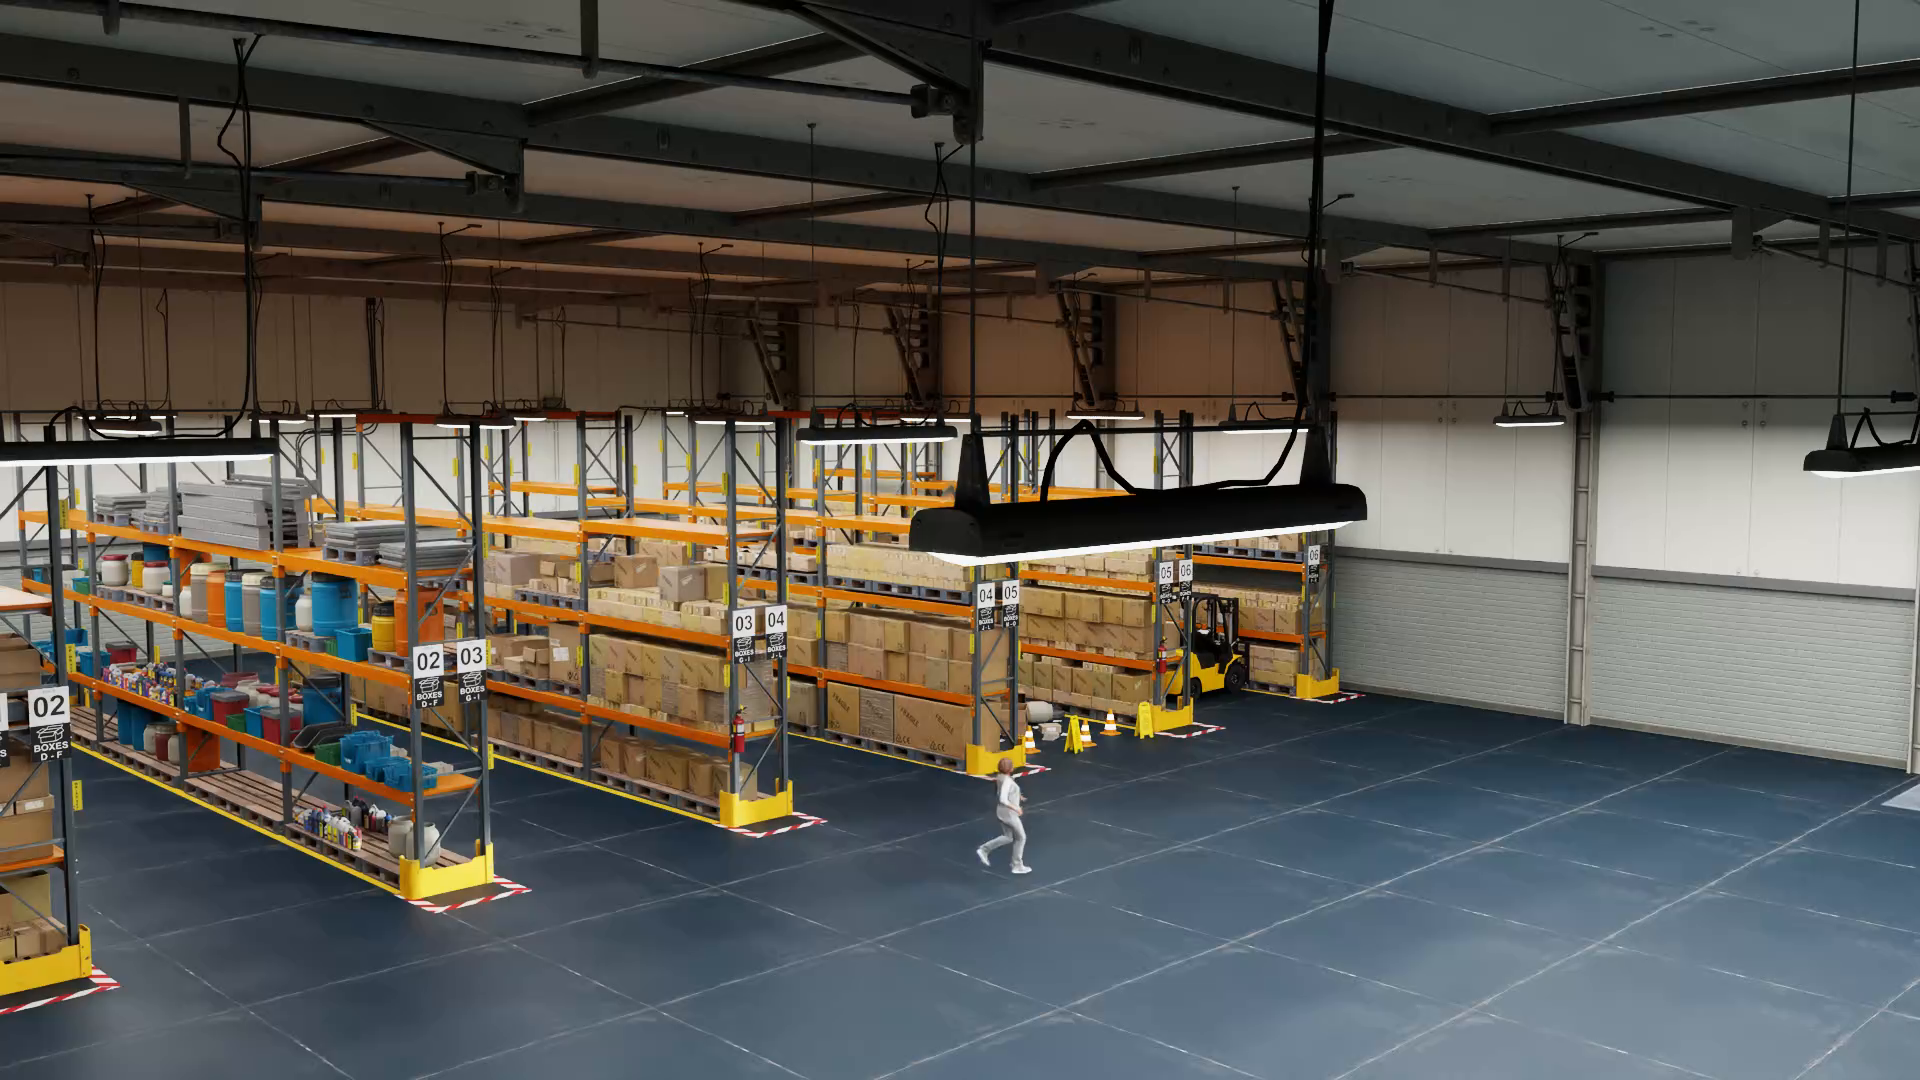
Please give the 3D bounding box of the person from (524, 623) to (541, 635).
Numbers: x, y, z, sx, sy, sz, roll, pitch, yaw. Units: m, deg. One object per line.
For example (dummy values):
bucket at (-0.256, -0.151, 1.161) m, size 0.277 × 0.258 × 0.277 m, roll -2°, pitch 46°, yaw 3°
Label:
person at (-10.568, 1.893, 41.257) m, size 0.656 × 1.746 × 0.627 m, roll 5°, pitch 7°, yaw 44°

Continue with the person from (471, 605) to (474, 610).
person at (-10.881, 2.287, 37.232) m, size 0.570 × 1.676 × 0.680 m, roll -4°, pitch 7°, yaw -41°

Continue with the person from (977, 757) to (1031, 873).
person at (0.595, 3.644, 21.963) m, size 0.730 × 1.560 × 0.546 m, roll -1°, pitch 5°, yaw -15°
